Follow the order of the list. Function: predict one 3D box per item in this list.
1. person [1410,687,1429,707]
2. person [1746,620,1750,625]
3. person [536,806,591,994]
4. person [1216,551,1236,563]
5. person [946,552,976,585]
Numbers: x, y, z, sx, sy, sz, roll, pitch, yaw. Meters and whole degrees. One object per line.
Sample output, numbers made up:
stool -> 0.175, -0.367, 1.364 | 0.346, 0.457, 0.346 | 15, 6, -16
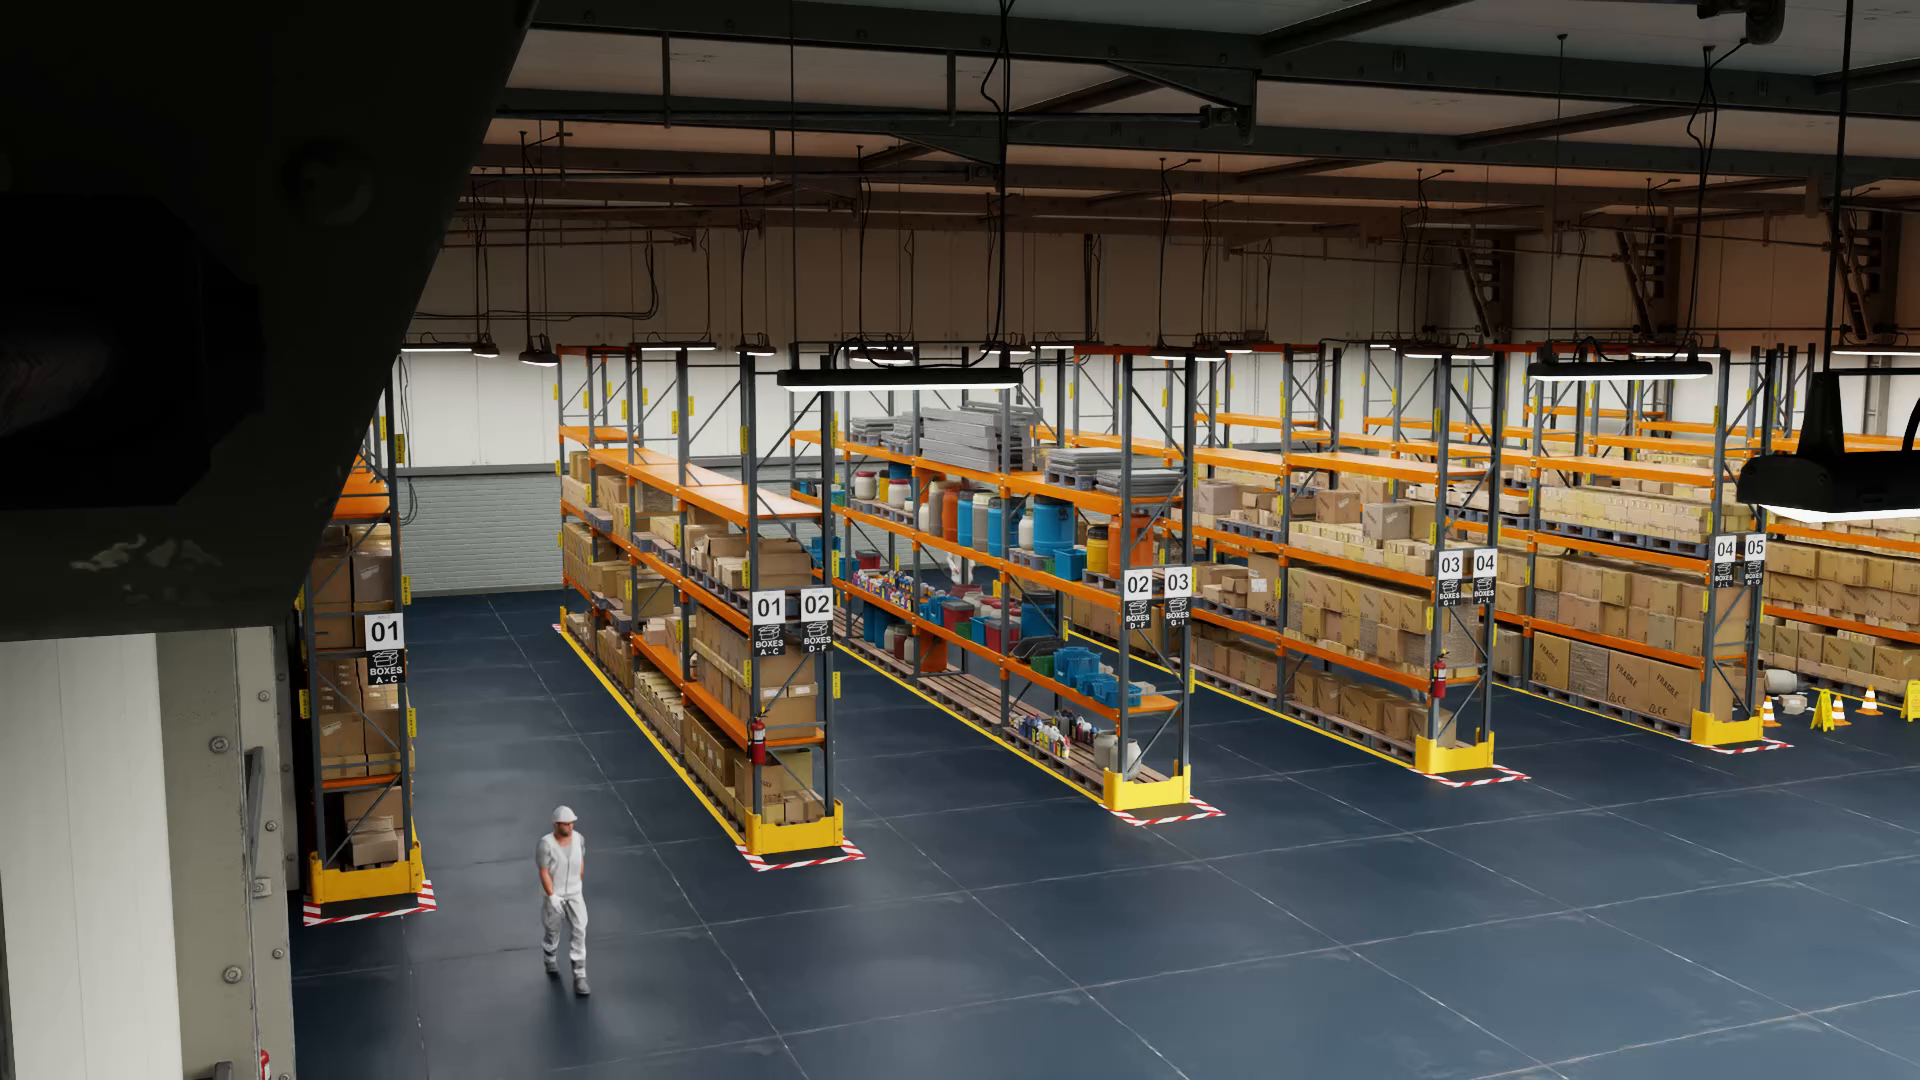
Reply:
person -> 7.577, 2.071, 27.394 | 0.461, 1.597, 0.440 | -2, 8, -17
person -> 16.783, 0.961, 35.512 | 0.542, 1.784, 0.555 | -6, 9, -38
person -> -3.807, 3.402, 16.065 | 0.522, 1.689, 0.957 | -5, 9, -34
person -> 7.092, -0.292, 45.104 | 1.018, 1.700, 0.535 | -4, 9, -31
person -> 0.042, 0.749, 37.836 | 0.747, 1.594, 0.658 | -1, 7, -11
